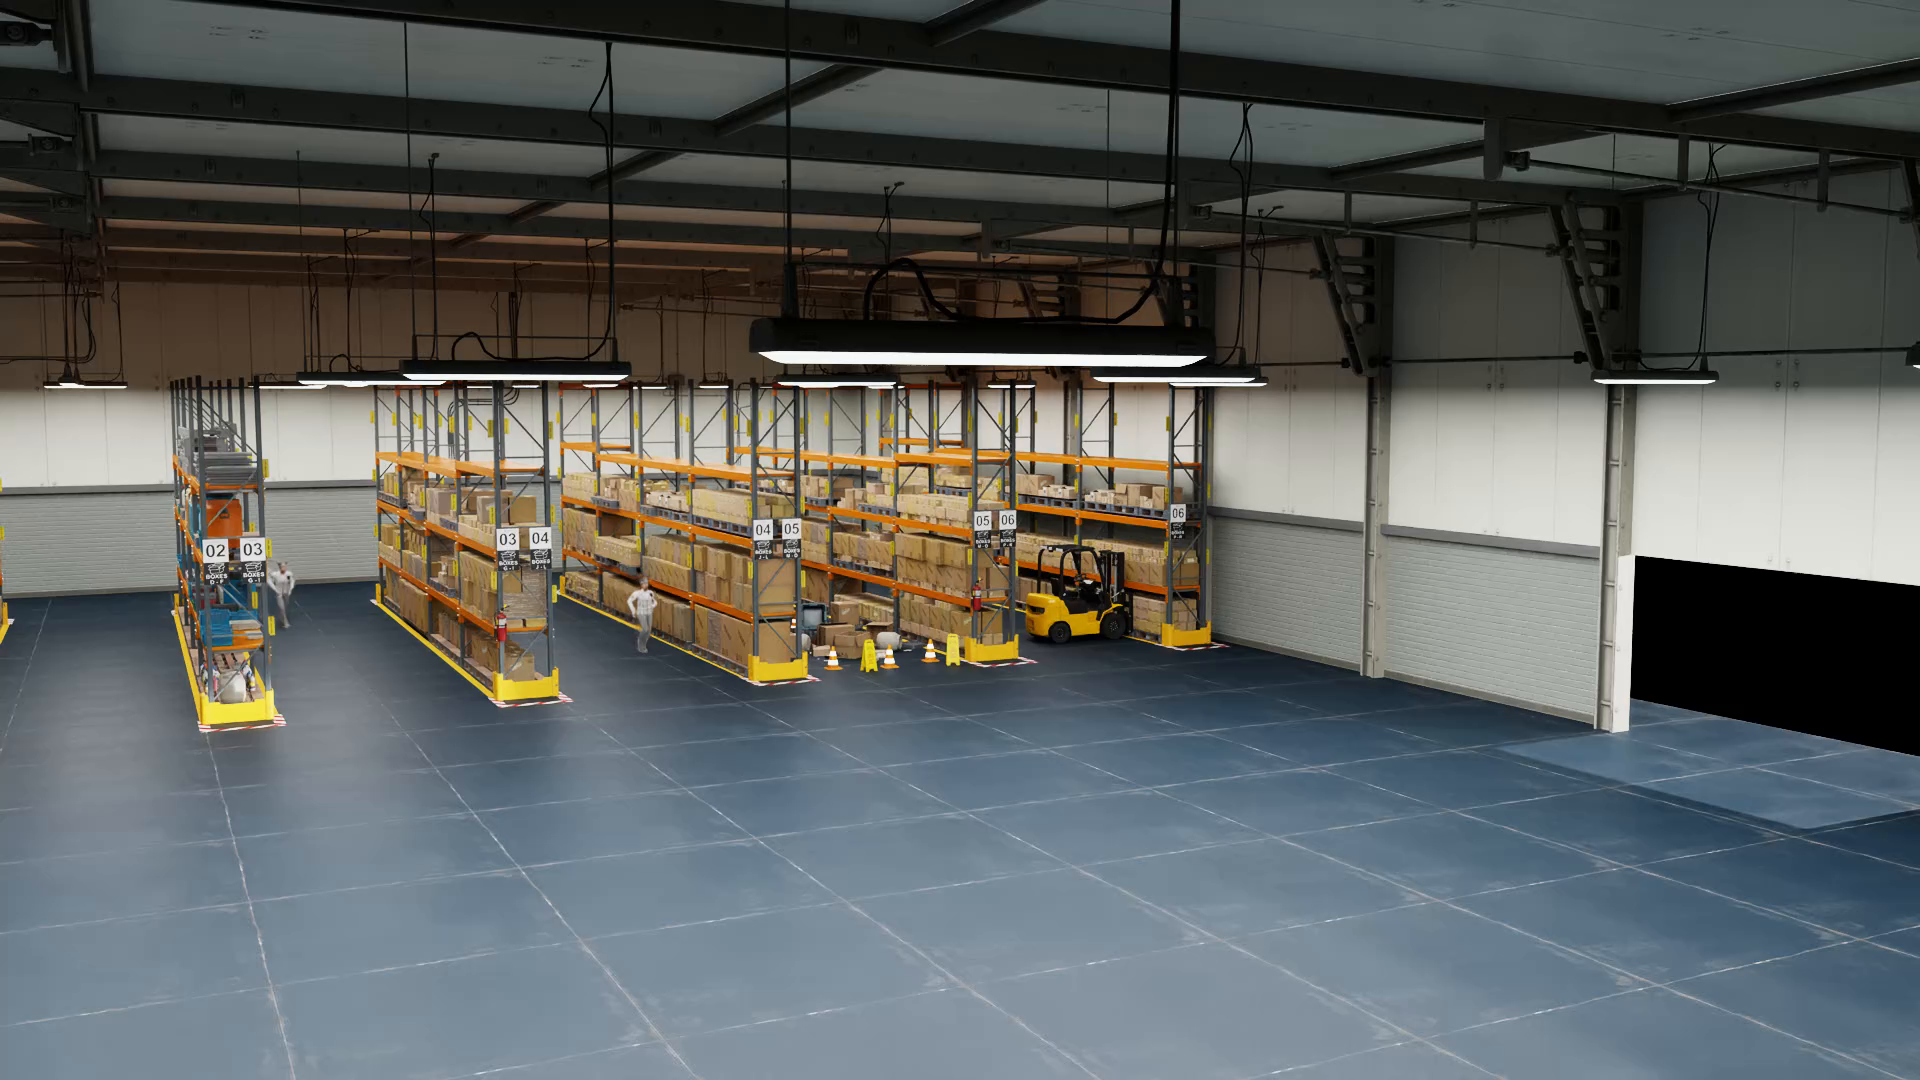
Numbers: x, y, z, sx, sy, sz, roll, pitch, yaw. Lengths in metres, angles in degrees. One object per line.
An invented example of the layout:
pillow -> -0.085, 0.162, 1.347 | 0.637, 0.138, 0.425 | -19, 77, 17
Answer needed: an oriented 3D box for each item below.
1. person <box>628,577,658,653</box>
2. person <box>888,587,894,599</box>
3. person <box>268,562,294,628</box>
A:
person -> -6.888, 1.641, 36.389 | 0.591, 1.660, 0.624 | -4, 6, -37
person -> -1.861, 0.783, 44.010 | 0.559, 1.728, 0.712 | -2, 6, -25
person -> -16.608, 1.311, 40.693 | 0.605, 1.635, 0.856 | -3, 6, -31
